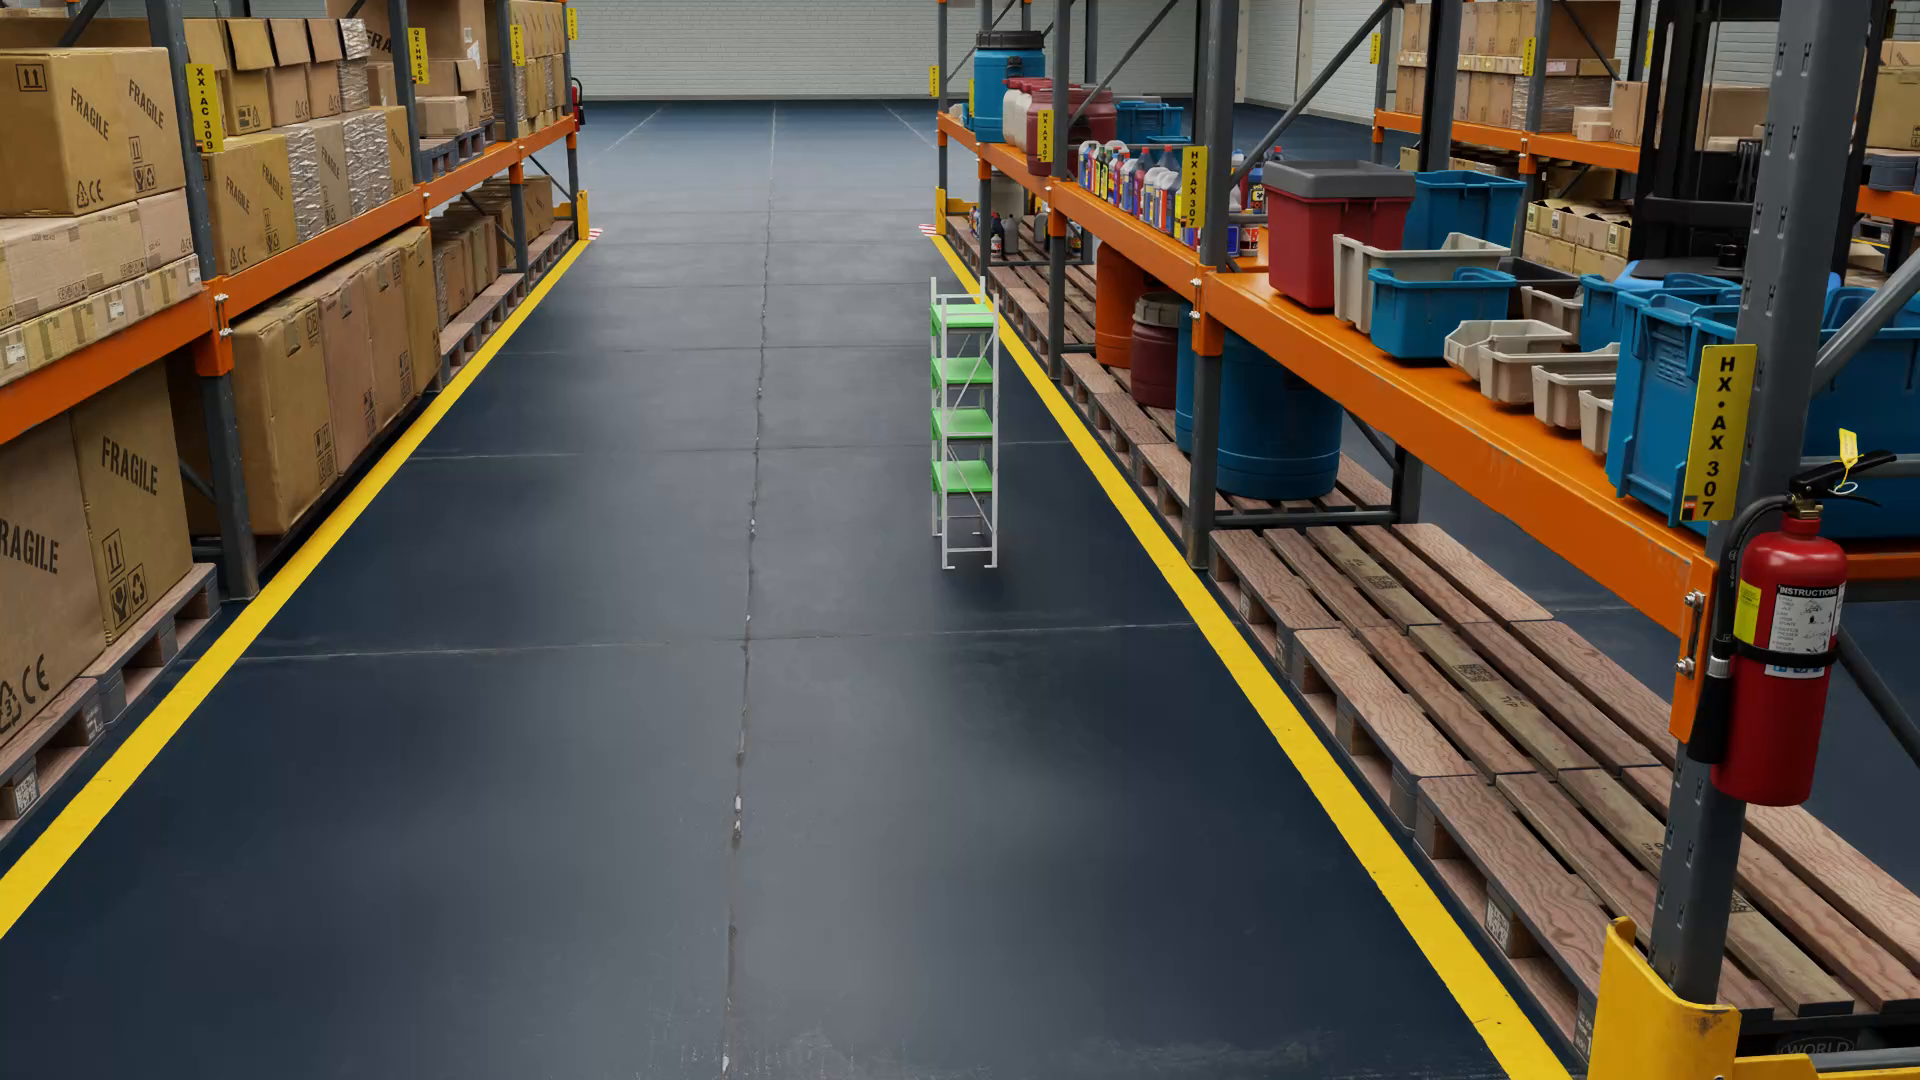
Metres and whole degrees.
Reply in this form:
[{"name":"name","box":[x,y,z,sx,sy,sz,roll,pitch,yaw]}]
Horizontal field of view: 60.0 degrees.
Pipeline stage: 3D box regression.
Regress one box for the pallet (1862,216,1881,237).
[{"name":"pallet","box":[10.177,-3.612,18.830,1.003,0.211,1.213,-2,18,-6]}]

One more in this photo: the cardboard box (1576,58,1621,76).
[{"name":"cardboard box","box":[5.771,-4.306,15.134,0.380,0.149,0.250,-2,18,-6]}]

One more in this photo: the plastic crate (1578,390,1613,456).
[{"name":"plastic crate","box":[1.652,-0.275,3.887,0.396,0.136,0.243,-2,18,-6]}]

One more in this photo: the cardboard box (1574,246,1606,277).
[{"name":"cardboard box","box":[5.509,-2.316,13.937,0.500,0.250,0.500,-2,18,-7]}]

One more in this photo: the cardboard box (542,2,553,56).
[{"name":"cardboard box","box":[-4.252,-4.962,16.141,0.500,0.500,0.500,-2,18,-6]}]

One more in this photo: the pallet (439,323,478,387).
[{"name":"pallet","box":[-3.915,-1.268,11.364,1.003,0.211,1.213,-2,18,-6]}]

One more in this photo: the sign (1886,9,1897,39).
[{"name":"sign","box":[10.674,-5.923,19.074,0.100,0.325,0.005,-2,18,-6]}]

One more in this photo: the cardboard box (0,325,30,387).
[{"name":"cardboard box","box":[-2.908,-0.515,4.728,0.380,0.149,0.250,-1,17,-5]}]

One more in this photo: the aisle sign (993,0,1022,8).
[{"name":"aisle sign","box":[0.554,-6.173,17.992,0.394,0.787,0.004,-2,18,-6]}]

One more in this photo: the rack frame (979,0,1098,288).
[{"name":"rack frame","box":[0.679,-3.710,14.488,1.000,3.000,0.127,-2,18,-6]}]

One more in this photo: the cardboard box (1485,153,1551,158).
[{"name":"cardboard box","box":[5.713,-3.703,17.103,0.500,0.500,0.500,-2,18,-6]}]

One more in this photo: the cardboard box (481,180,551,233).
[{"name":"cardboard box","box":[-4.517,-3.393,16.950,0.500,0.500,0.500,3,18,9]}]

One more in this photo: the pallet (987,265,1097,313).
[{"name":"pallet","box":[0.798,-2.147,14.164,1.003,0.211,1.213,-2,18,-6]}]

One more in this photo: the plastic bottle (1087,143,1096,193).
[{"name":"plastic bottle","box":[0.803,-2.225,9.951,0.061,0.283,0.133,-2,18,-6]}]

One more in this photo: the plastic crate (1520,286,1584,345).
[{"name":"plastic crate","box":[1.982,-0.720,5.304,0.293,0.136,0.466,-2,18,-6]}]

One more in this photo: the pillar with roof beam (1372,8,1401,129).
[{"name":"pillar with roof beam","box":[4.914,-13.119,34.440,9.100,9.000,0.400,-2,18,-6]}]

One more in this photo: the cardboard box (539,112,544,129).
[{"name":"cardboard box","box":[-4.139,-3.957,15.694,0.380,0.149,0.250,-2,18,-6]}]

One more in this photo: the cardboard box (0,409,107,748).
[{"name":"cardboard box","box":[-3.342,0.107,5.176,0.875,0.875,0.875,-2,18,-6]}]

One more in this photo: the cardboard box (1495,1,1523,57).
[{"name":"cardboard box","box":[5.500,-4.812,15.663,0.700,0.500,0.500,-2,18,-6]}]

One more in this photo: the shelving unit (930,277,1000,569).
[{"name":"shelving unit","box":[0.017,-0.523,7.340,0.258,1.200,0.503,-2,18,-6]}]

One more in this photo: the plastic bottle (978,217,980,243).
[{"name":"plastic bottle","box":[0.259,-3.006,16.056,0.152,0.276,0.135,-1,17,-5]}]

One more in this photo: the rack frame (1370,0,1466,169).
[{"name":"rack frame","box":[5.193,-5.054,18.768,1.000,3.000,0.127,-2,18,-6]}]

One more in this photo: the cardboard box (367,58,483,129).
[{"name":"cardboard box","box":[-3.977,-3.293,12.286,0.797,0.503,0.637,0,17,0]}]

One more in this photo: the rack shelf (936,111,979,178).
[{"name":"rack shelf","box":[0.472,-3.963,16.494,1.077,0.370,4.000,-2,18,-6]}]

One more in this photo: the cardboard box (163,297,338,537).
[{"name":"cardboard box","box":[-3.509,-0.551,7.269,1.225,0.875,0.875,-2,18,-5]}]

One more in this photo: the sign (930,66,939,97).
[{"name":"sign","box":[-0.282,-5.019,18.193,0.100,0.325,0.005,-2,18,-6]}]

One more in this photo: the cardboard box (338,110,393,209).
[{"name":"cardboard box","box":[-3.492,-2.125,9.272,0.500,0.500,0.500,-2,18,-6]}]

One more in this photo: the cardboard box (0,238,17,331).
[{"name":"cardboard box","box":[-2.959,-0.664,4.537,0.500,0.250,0.500,-2,18,-7]}]

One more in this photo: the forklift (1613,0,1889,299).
[{"name":"forklift","box":[4.323,-1.991,9.126,1.130,2.935,3.031,8,19,25]}]

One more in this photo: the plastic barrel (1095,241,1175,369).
[{"name":"plastic barrel","box":[1.158,-1.538,10.492,0.600,0.830,0.708,-2,18,-6]}]

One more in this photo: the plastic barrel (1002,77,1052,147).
[{"name":"plastic barrel","box":[0.559,-3.483,13.538,0.433,0.535,0.433,0,17,0]}]

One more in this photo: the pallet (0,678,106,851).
[{"name":"pallet","box":[-3.293,0.750,4.937,1.003,0.211,1.213,-2,18,-6]}]

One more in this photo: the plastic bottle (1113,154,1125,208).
[{"name":"plastic bottle","box":[0.888,-1.978,9.166,0.061,0.283,0.133,-2,18,-6]}]

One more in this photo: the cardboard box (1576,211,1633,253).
[{"name":"cardboard box","box":[5.502,-2.584,13.854,0.500,0.311,0.500,-2,18,-7]}]

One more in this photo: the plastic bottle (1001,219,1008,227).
[{"name":"plastic bottle","box":[0.450,-2.873,15.634,0.152,0.276,0.135,-2,18,-6]}]

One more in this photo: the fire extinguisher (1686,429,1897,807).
[{"name":"fire extinguisher","box":[1.480,0.139,2.980,0.296,0.674,0.183,-2,18,-6]}]

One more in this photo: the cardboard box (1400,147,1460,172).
[{"name":"cardboard box","box":[5.081,-3.985,17.999,0.500,0.500,0.500,-2,18,-6]}]

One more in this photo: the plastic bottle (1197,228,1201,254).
[{"name":"plastic bottle","box":[1.102,-1.373,7.375,0.097,0.201,0.097,0,17,0]}]

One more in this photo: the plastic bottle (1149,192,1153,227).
[{"name":"plastic bottle","box":[0.999,-1.673,8.328,0.097,0.201,0.097,0,17,0]}]

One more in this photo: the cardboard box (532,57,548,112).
[{"name":"cardboard box","box":[-4.412,-4.329,15.795,0.875,0.500,0.500,-2,18,-6]}]

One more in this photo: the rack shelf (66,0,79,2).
[{"name":"rack shelf","box":[-9.398,-5.118,15.165,1.077,0.370,4.000,-2,18,-6]}]

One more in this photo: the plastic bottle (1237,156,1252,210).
[{"name":"plastic bottle","box":[1.551,-1.956,9.093,0.061,0.283,0.133,-2,18,-6]}]

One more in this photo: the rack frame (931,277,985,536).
[{"name":"rack frame","box":[-0.008,-0.596,7.572,0.240,1.200,0.015,-2,18,-6]}]

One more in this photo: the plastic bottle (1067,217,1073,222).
[{"name":"plastic bottle","box":[1.008,-2.910,15.626,0.144,0.351,0.185,-1,17,-4]}]

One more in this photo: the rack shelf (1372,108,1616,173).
[{"name":"rack shelf","box":[5.400,-4.115,16.978,1.077,0.370,4.000,-2,18,-6]}]

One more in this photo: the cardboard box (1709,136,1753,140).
[{"name":"cardboard box","box":[5.831,-2.929,12.418,0.380,0.149,0.250,0,17,-2]}]

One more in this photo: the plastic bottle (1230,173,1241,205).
[{"name":"plastic bottle","box":[1.227,-1.572,7.758,0.144,0.351,0.185,-2,18,-6]}]

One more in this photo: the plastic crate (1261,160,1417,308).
[{"name":"plastic crate","box":[1.346,-1.112,6.006,0.402,0.464,0.583,-2,18,-6]}]

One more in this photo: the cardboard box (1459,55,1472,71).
[{"name":"cardboard box","box":[5.205,-4.751,16.554,0.380,0.149,0.250,-1,17,-4]}]

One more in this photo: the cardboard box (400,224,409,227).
[{"name":"cardboard box","box":[-3.934,-1.939,11.034,0.500,0.250,0.500,-1,17,-3]}]
